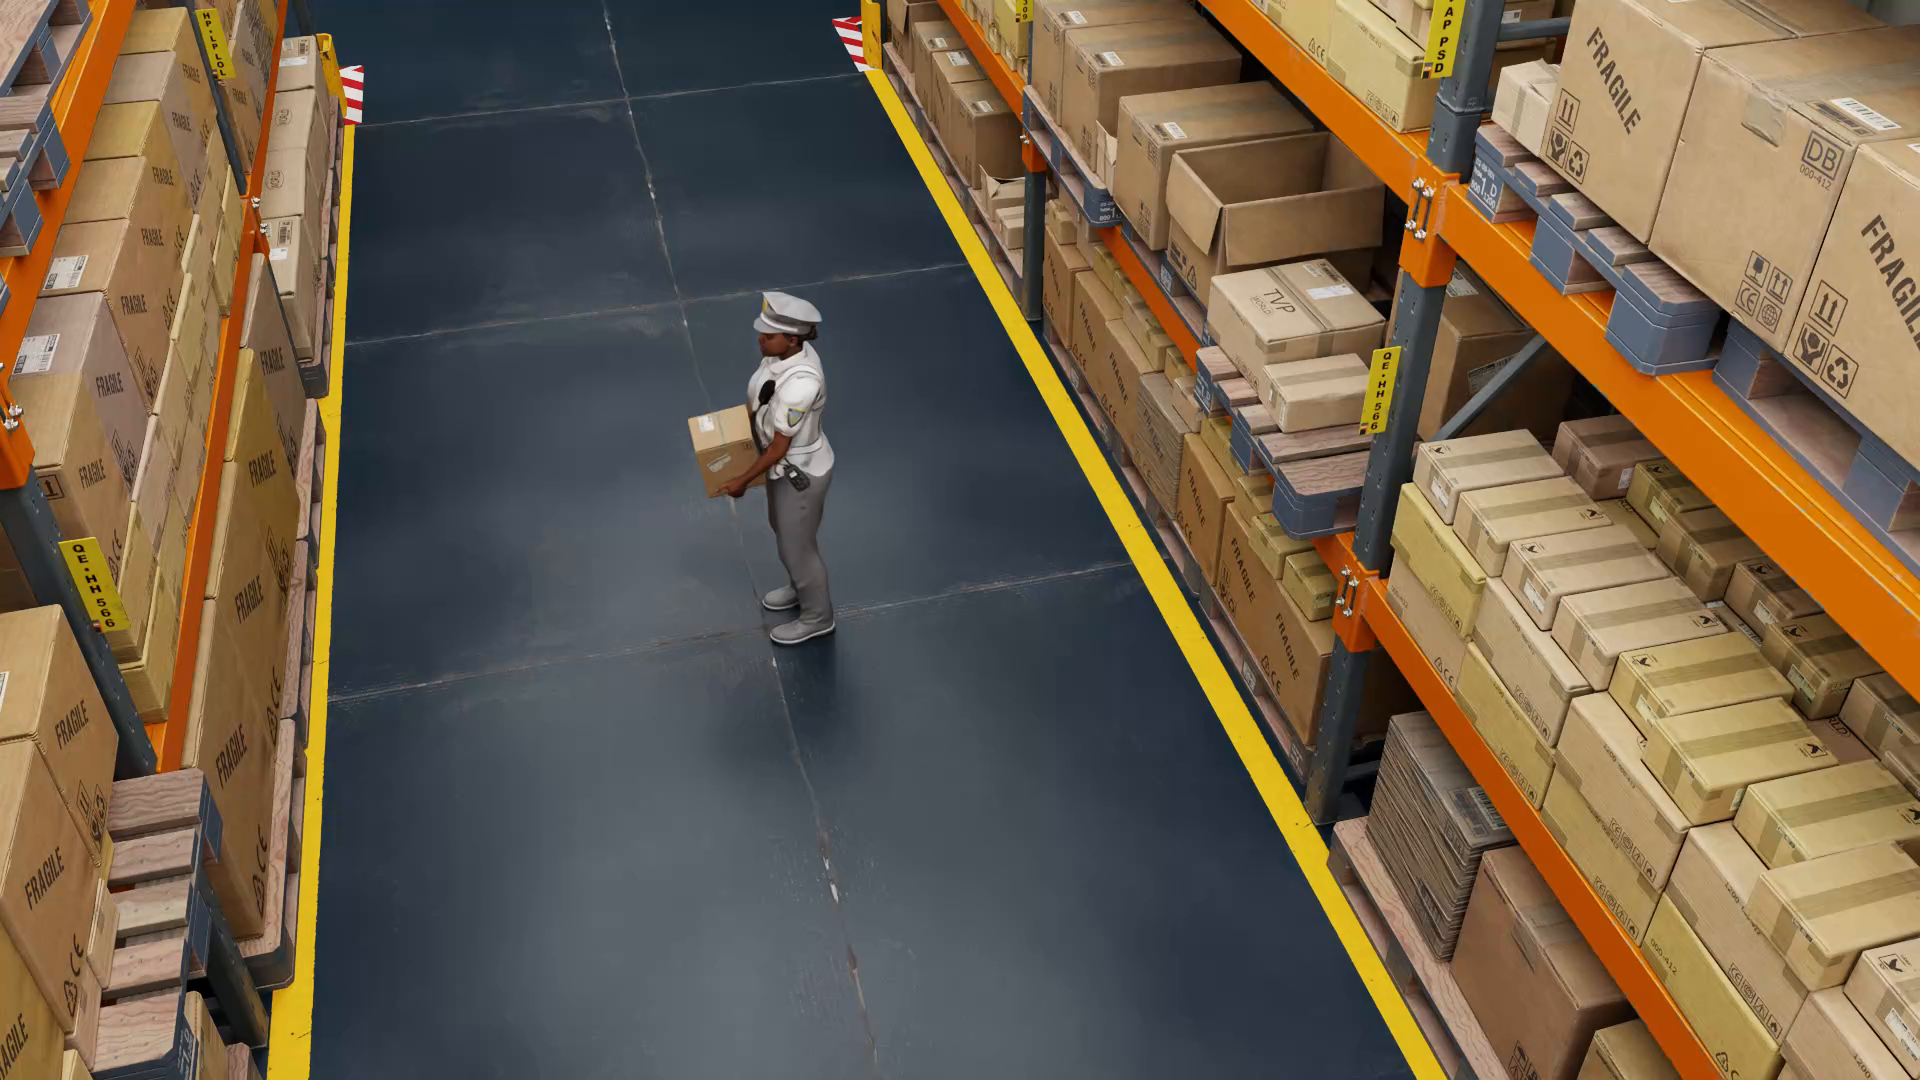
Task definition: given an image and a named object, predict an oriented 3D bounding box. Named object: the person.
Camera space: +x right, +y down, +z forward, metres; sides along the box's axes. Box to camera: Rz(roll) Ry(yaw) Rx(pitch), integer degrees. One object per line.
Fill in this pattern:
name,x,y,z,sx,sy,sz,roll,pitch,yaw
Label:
person,-0.796,-0.295,7.069,0.520,1.692,0.435,-9,39,-11
